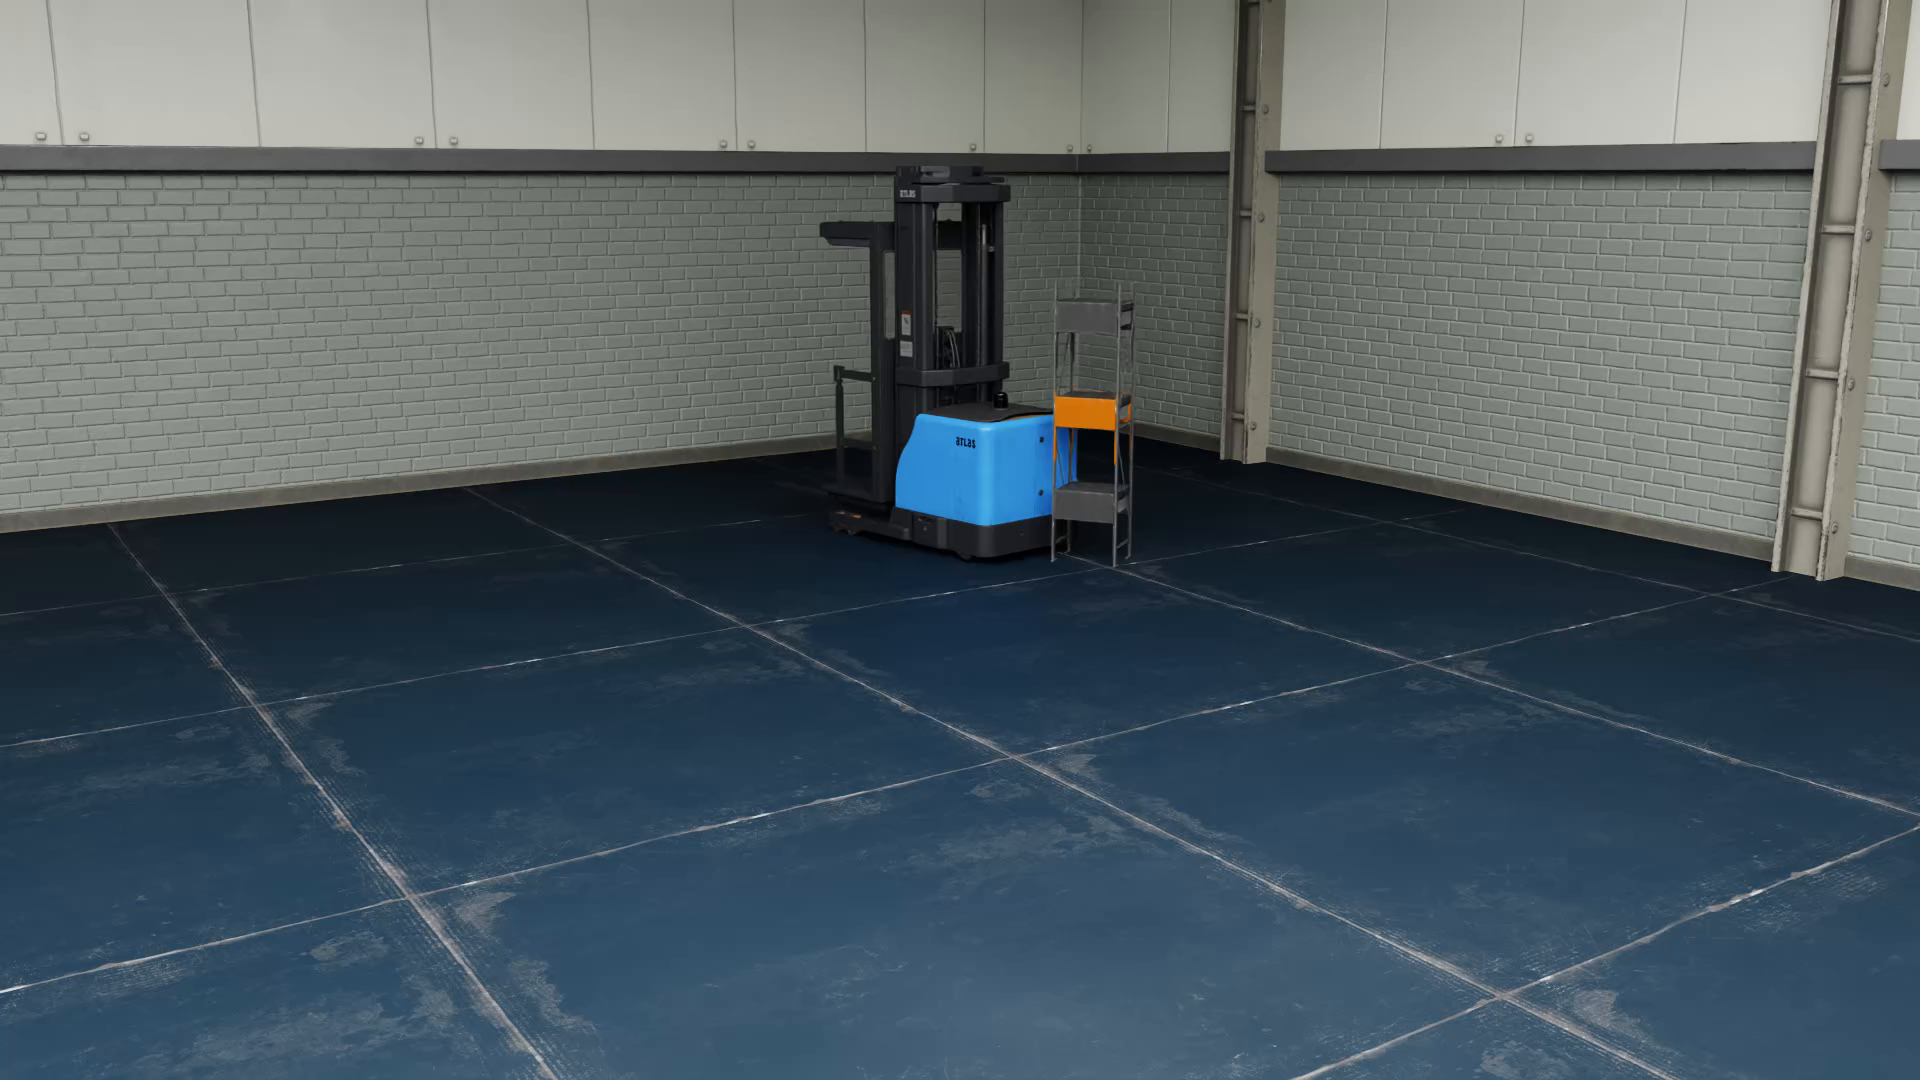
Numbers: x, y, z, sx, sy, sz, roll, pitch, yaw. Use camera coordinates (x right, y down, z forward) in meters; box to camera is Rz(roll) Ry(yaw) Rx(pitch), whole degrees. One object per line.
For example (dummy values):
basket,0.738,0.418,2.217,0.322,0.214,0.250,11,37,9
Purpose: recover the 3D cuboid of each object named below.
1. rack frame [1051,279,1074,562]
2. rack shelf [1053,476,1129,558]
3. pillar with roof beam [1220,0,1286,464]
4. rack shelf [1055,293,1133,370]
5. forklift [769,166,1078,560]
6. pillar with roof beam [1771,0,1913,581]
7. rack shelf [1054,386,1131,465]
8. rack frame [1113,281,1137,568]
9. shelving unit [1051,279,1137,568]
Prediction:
rack frame,0.777,-0.896,12.541,0.015,2.100,0.400,5,14,22
rack shelf,1.002,-0.179,12.602,0.480,0.518,0.431,5,14,22
pillar with roof beam,-0.663,-4.710,13.838,9.100,9.000,0.400,-8,15,-33
rack shelf,1.001,-1.546,12.300,0.480,0.518,0.431,5,14,22
forklift,-0.431,-1.537,13.529,1.130,2.935,3.031,-11,16,-41
pillar with roof beam,2.662,-3.643,8.958,9.100,9.000,0.400,-8,15,-33
rack shelf,1.001,-0.862,12.451,0.480,0.518,0.431,5,14,22
rack frame,1.226,-0.855,12.355,0.015,2.100,0.400,5,14,22
shelving unit,1.001,-0.876,12.448,0.503,2.100,0.431,5,14,22
